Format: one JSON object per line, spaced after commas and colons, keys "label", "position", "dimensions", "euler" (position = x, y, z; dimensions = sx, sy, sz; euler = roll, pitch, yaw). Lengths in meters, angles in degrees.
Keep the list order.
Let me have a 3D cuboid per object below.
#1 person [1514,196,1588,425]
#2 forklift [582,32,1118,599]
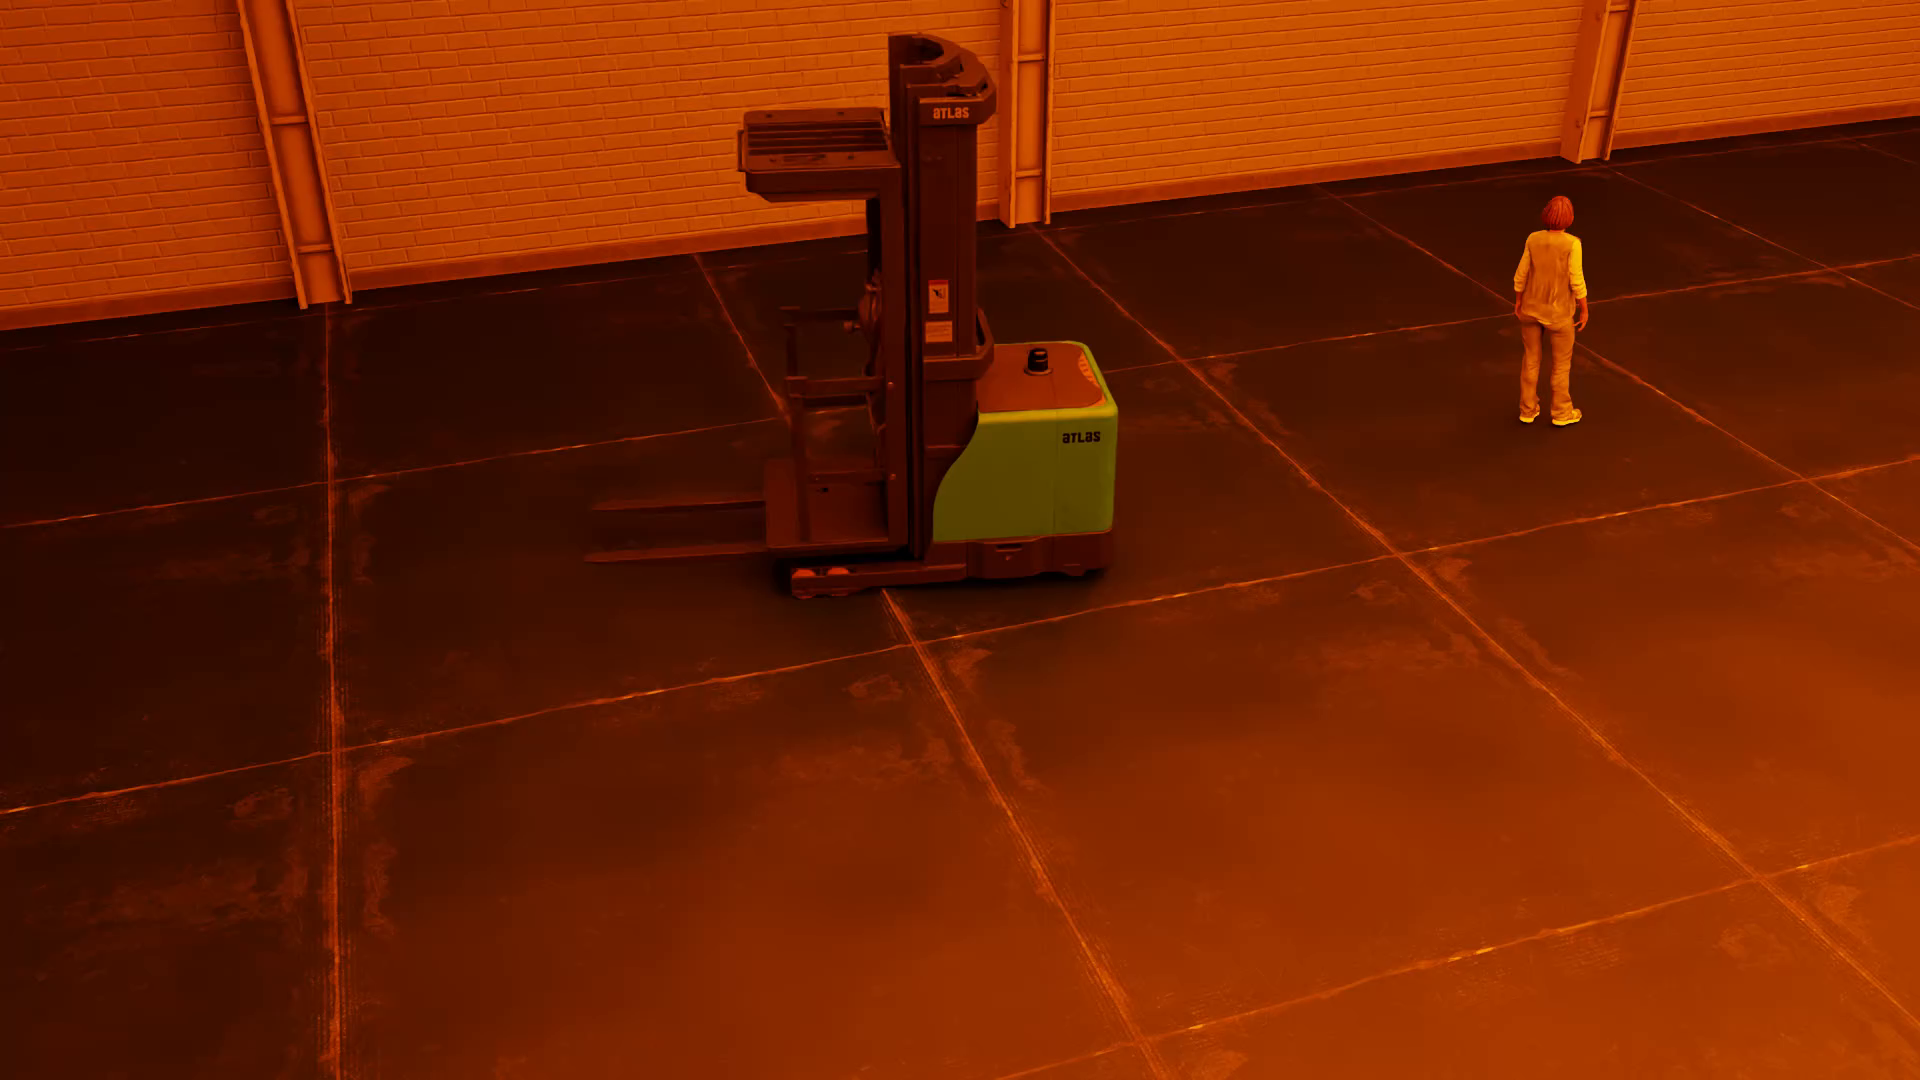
{"label": "person", "position": [3.953, -1.531, 11.072], "dimensions": [0.520, 1.597, 0.475], "euler": [24, 38, 36]}
{"label": "forklift", "position": [-0.666, -1.214, 9.198], "dimensions": [3.031, 2.935, 1.130], "euler": [-4, 30, -6]}
